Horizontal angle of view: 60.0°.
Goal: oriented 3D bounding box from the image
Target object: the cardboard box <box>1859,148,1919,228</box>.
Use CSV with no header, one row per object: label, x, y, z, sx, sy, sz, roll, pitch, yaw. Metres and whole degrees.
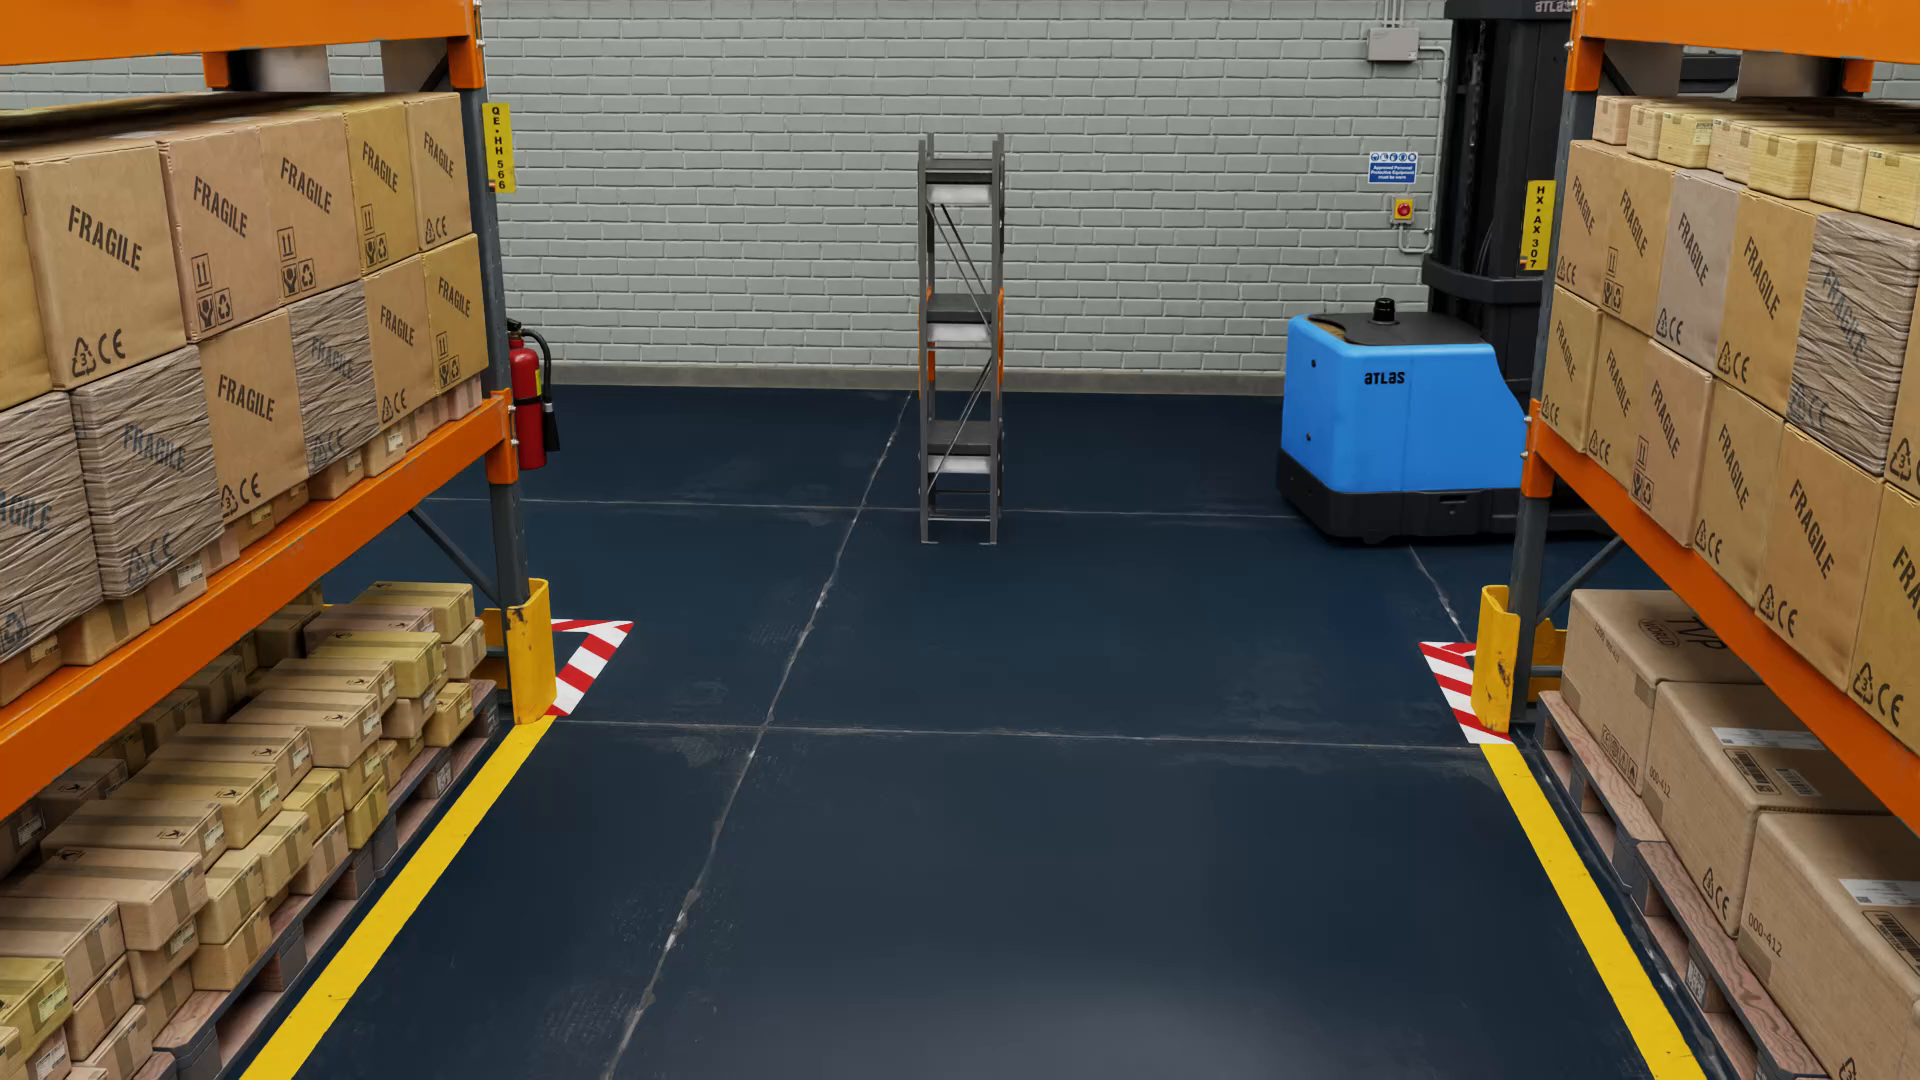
cardboard box,2.252,-0.782,3.683,0.380,0.149,0.250,1,18,3

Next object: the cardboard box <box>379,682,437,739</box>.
cardboard box,-2.053,0.572,5.787,0.380,0.149,0.250,1,18,2

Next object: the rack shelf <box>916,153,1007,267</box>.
rack shelf,0.012,-1.701,8.539,0.431,0.518,0.480,1,18,4

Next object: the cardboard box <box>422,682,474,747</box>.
cardboard box,-2.012,0.632,6.082,0.380,0.149,0.250,2,18,6

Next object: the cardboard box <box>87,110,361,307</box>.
cardboard box,-2.114,-0.971,4.825,0.500,0.500,0.500,2,18,7

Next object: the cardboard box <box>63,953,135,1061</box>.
cardboard box,-2.274,1.136,4.065,0.380,0.149,0.250,0,18,1

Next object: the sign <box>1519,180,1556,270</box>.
sign,2.127,-1.158,6.122,0.100,0.325,0.005,1,18,4

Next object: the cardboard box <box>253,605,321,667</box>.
cardboard box,-2.541,0.342,6.010,0.380,0.149,0.250,2,18,5

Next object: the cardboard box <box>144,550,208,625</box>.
cardboard box,-2.159,0.097,4.213,0.380,0.149,0.250,2,18,6

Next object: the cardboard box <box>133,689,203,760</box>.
cardboard box,-2.651,0.582,5.277,0.380,0.149,0.250,2,18,6

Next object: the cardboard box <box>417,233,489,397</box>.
cardboard box,-2.040,-0.817,5.962,0.500,0.500,0.500,2,18,5

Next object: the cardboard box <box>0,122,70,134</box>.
cardboard box,-2.684,-0.828,4.389,0.500,0.500,0.500,1,18,2

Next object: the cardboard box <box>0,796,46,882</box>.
cardboard box,-2.765,0.818,4.558,0.380,0.149,0.250,1,18,2

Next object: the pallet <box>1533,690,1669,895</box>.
pallet,2.700,0.881,5.897,1.003,0.211,1.213,1,18,4

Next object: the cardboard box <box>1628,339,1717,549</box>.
cardboard box,2.296,-0.284,4.813,0.500,0.500,0.500,1,18,4

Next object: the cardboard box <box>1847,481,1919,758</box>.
cardboard box,2.203,0.190,3.364,0.500,0.500,0.500,1,18,3

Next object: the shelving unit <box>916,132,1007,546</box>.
shelving unit,0.012,-1.049,8.753,0.431,2.100,0.503,1,18,4

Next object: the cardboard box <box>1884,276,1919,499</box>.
cardboard box,2.196,-0.285,3.210,0.500,0.500,0.500,1,18,3

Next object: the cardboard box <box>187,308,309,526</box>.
cardboard box,-2.155,-0.345,4.521,0.500,0.500,0.500,2,18,7

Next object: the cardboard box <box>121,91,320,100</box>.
cardboard box,-2.562,-1.304,5.842,0.500,0.500,0.500,1,18,4

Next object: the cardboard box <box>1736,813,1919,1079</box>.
cardboard box,2.609,1.095,4.204,0.875,0.438,0.875,1,18,2

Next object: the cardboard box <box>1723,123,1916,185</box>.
cardboard box,2.270,-1.019,4.407,0.380,0.149,0.250,1,18,4

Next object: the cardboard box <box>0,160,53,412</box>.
cardboard box,-2.254,-0.491,3.362,0.500,0.500,0.500,1,18,2

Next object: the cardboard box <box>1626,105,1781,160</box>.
cardboard box,2.297,-1.260,5.144,0.380,0.149,0.250,2,18,6

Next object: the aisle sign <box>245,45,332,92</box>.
aisle sign,-2.559,-2.039,6.152,0.394,0.787,0.004,1,18,4

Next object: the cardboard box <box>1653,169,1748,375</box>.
cardboard box,2.302,-0.754,4.640,0.500,0.500,0.500,1,18,3

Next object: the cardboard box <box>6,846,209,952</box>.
cardboard box,-2.177,0.916,4.259,0.380,0.149,0.250,2,18,5

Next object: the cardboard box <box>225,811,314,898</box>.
cardboard box,-2.107,0.898,4.791,0.380,0.149,0.250,1,18,4

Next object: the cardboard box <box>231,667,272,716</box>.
cardboard box,-2.564,0.559,5.827,0.380,0.149,0.250,2,18,5

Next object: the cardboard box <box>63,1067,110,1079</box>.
cardboard box,-2.220,1.357,3.869,0.380,0.149,0.250,1,18,4

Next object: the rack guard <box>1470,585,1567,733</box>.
rack guard,2.681,0.486,6.638,1.175,0.500,0.348,1,18,4

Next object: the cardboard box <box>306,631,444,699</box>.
cardboard box,-2.017,0.429,5.746,0.380,0.149,0.250,1,18,3

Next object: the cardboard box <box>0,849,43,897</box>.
cardboard box,-2.684,0.971,4.567,0.380,0.149,0.250,0,18,1

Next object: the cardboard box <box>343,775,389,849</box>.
cardboard box,-2.077,0.869,5.356,0.380,0.149,0.250,0,18,1

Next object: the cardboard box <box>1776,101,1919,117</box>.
cardboard box,2.860,-1.330,5.357,0.380,0.149,0.250,2,18,5

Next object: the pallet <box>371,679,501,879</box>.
pallet,-2.364,0.826,6.062,1.003,0.211,1.213,1,18,4

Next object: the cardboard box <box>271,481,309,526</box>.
cardboard box,-2.187,-0.149,4.963,0.380,0.149,0.250,1,18,2

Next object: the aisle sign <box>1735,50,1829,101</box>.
aisle sign,2.994,-1.945,5.868,0.394,0.787,0.004,1,18,4

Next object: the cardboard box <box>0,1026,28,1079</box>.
cardboard box,-2.241,1.154,3.531,0.380,0.149,0.250,2,18,7

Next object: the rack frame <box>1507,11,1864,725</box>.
rack frame,2.680,-0.695,6.226,1.000,3.000,0.127,1,18,4

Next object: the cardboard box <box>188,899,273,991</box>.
cardboard box,-2.152,1.114,4.610,0.380,0.149,0.250,1,18,2

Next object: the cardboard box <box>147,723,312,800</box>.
cardboard box,-2.192,0.672,5.004,0.380,0.149,0.250,1,18,2

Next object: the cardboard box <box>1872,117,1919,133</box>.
cardboard box,2.776,-1.091,4.628,0.380,0.149,0.250,1,18,3

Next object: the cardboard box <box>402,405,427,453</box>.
cardboard box,-2.064,-0.392,5.706,0.380,0.149,0.250,1,18,3

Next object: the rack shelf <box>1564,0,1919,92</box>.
rack shelf,2.536,-1.157,3.975,1.077,0.370,4.000,1,18,4

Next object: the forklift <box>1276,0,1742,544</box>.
forklift,3.383,-1.552,8.954,3.031,2.935,1.130,-2,18,-7
